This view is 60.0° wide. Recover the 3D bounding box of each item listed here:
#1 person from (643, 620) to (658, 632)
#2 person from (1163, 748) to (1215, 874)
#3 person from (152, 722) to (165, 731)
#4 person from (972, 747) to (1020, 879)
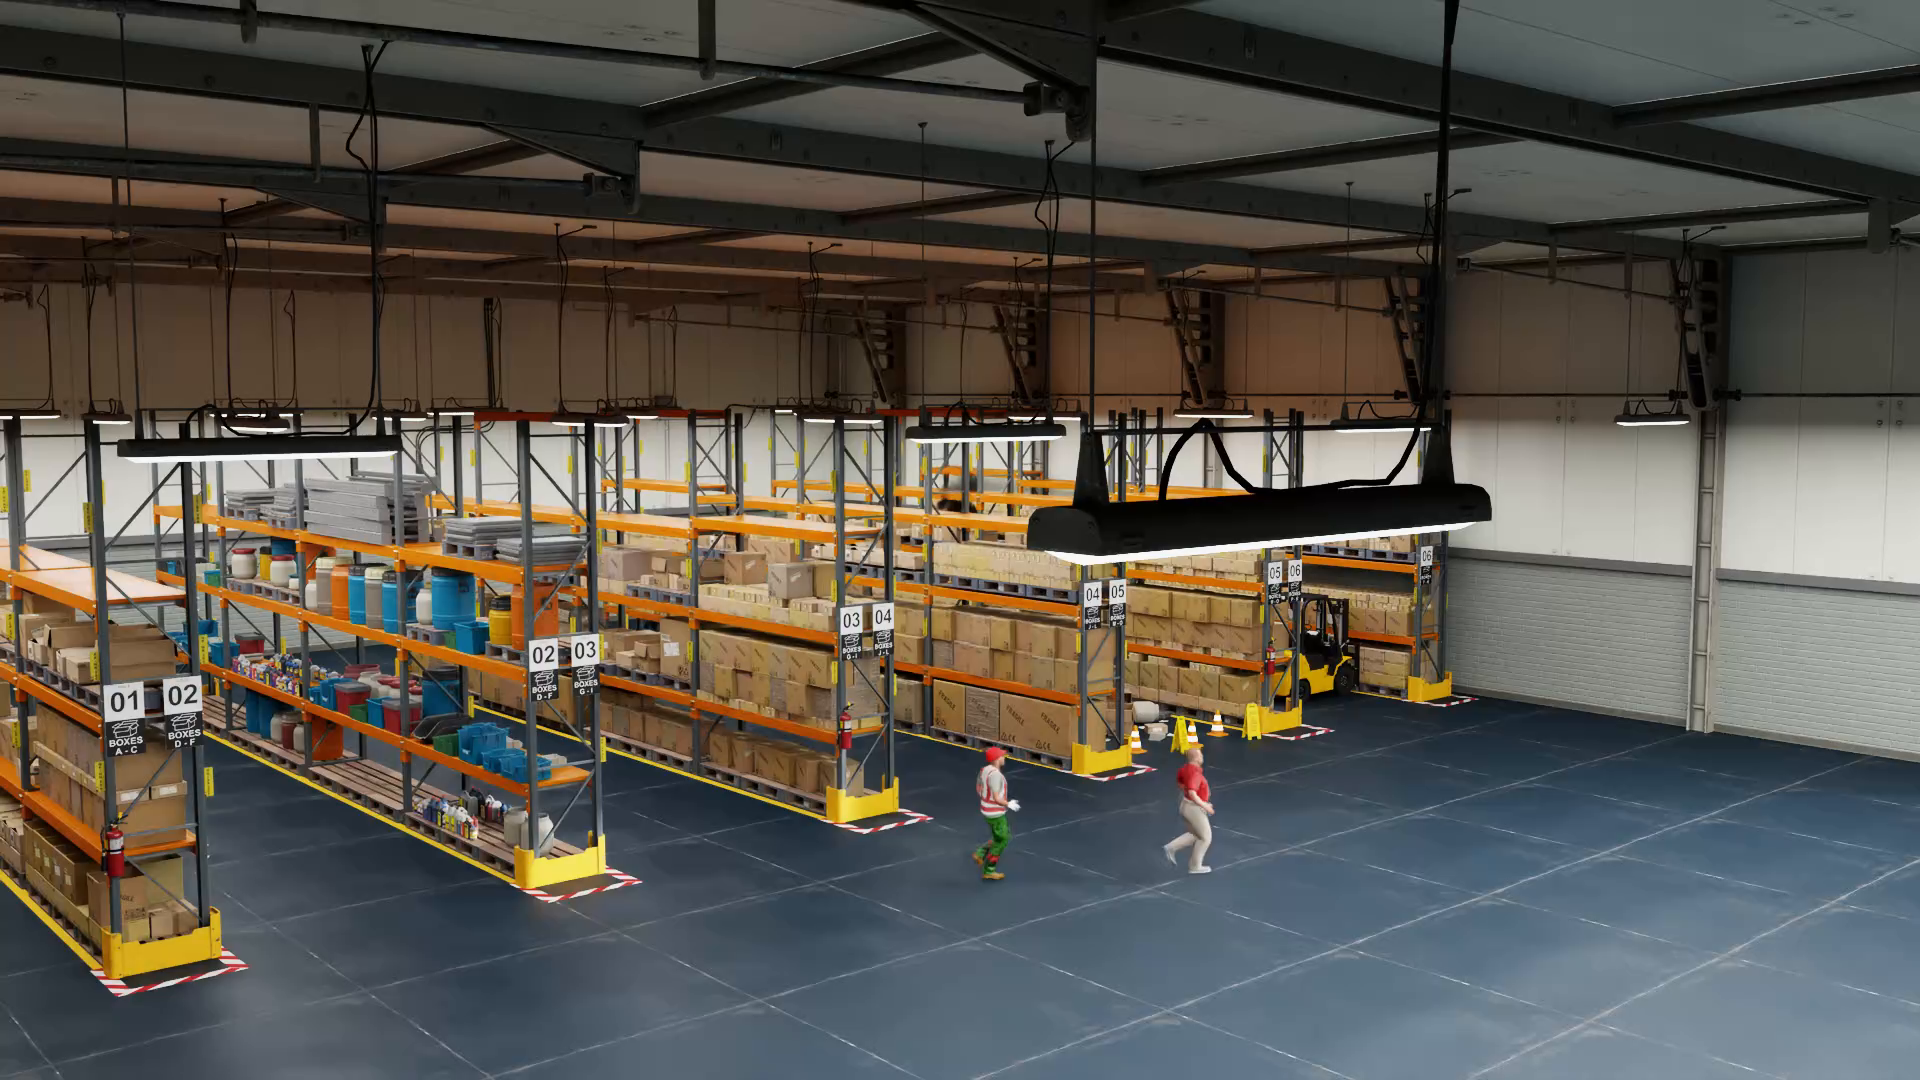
[{"bbox_3d":[-7.702,1.912,41.642,0.495,1.545,0.557,3,6,30],"label":"person"},{"bbox_3d":[3.038,3.567,21.898,0.664,1.682,0.656,-1,5,-12],"label":"person"},{"bbox_3d":[-13.148,3.147,27.076,0.715,1.639,0.571,4,6,37],"label":"person"},{"bbox_3d":[0.465,3.554,21.656,0.586,1.745,0.661,-1,5,-11],"label":"person"}]
